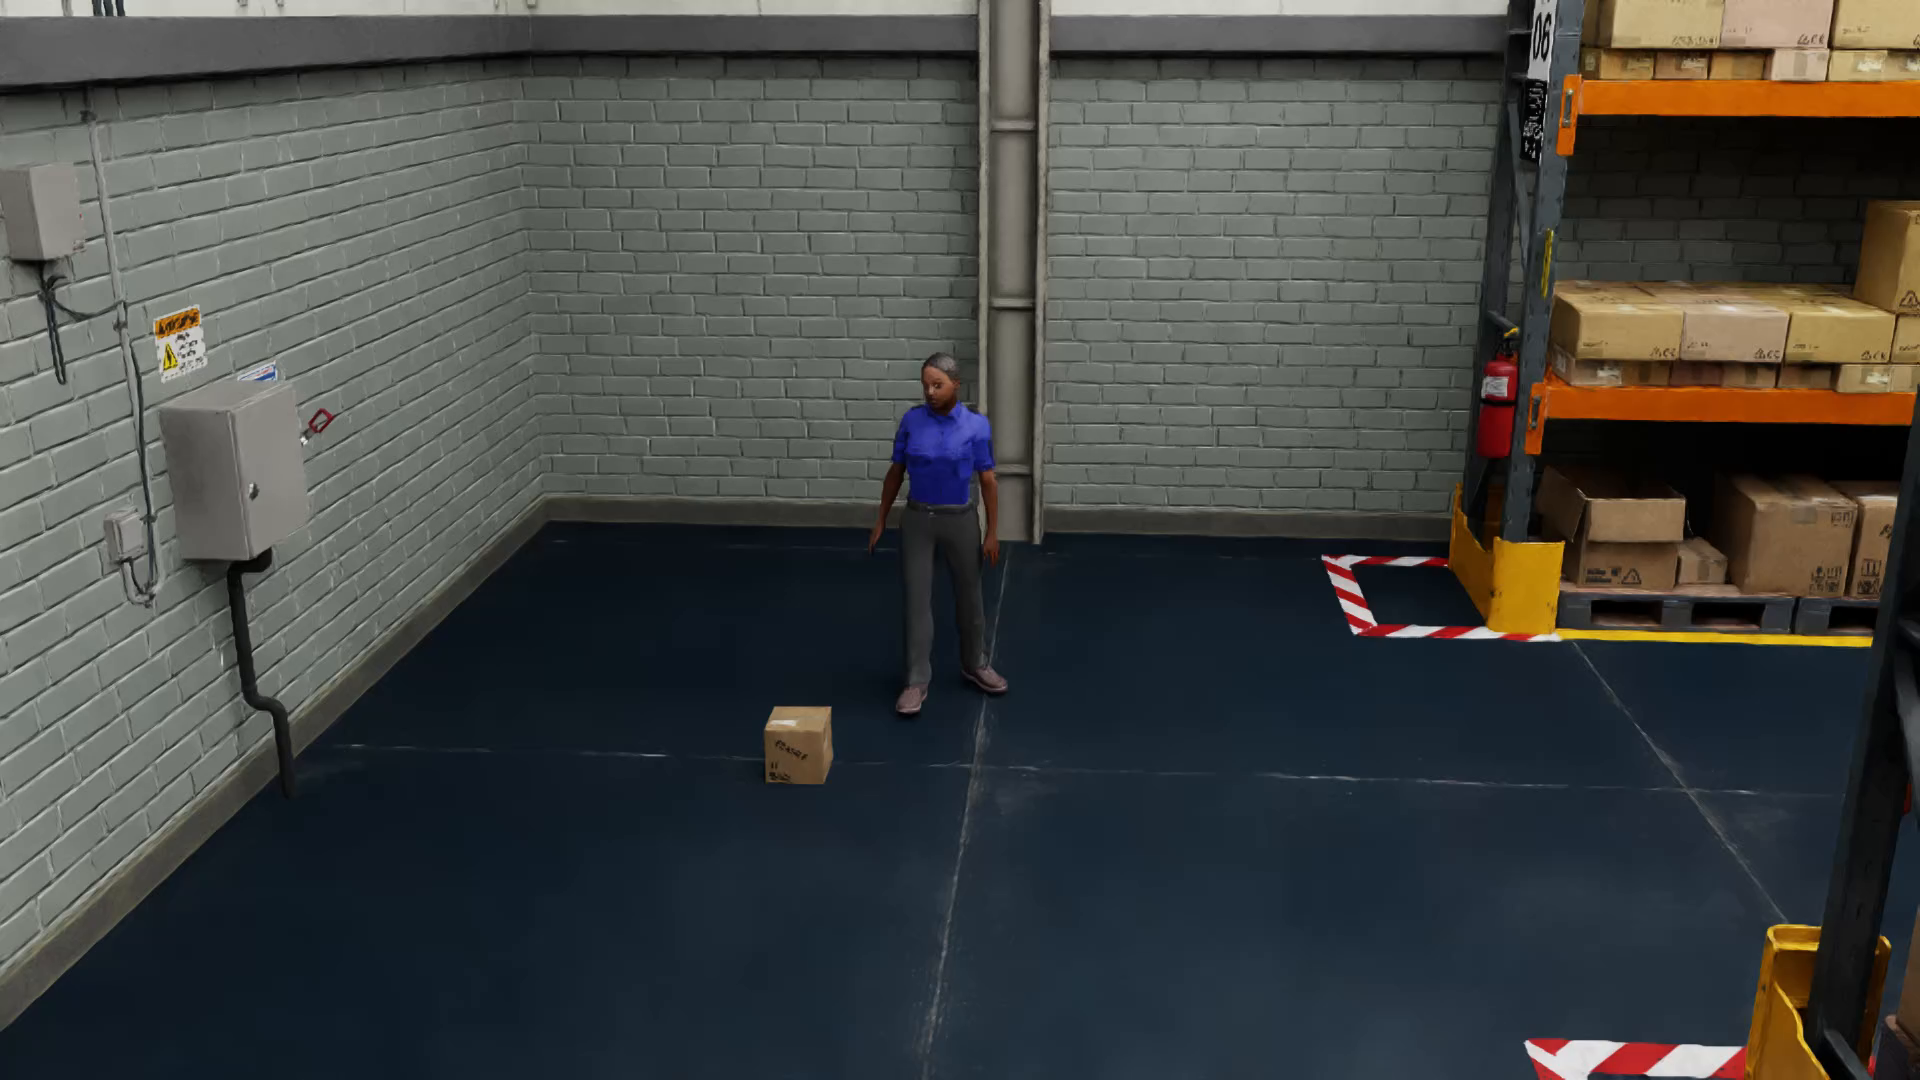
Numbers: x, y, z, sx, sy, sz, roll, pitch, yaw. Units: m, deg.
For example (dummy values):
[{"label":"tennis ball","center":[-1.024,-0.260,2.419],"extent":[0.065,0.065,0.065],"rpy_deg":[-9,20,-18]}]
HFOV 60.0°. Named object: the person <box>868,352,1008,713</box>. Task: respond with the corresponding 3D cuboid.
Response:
[{"label":"person","center":[-0.106,-0.047,7.655],"extent":[0.642,1.646,0.566],"rpy_deg":[2,18,7]}]
